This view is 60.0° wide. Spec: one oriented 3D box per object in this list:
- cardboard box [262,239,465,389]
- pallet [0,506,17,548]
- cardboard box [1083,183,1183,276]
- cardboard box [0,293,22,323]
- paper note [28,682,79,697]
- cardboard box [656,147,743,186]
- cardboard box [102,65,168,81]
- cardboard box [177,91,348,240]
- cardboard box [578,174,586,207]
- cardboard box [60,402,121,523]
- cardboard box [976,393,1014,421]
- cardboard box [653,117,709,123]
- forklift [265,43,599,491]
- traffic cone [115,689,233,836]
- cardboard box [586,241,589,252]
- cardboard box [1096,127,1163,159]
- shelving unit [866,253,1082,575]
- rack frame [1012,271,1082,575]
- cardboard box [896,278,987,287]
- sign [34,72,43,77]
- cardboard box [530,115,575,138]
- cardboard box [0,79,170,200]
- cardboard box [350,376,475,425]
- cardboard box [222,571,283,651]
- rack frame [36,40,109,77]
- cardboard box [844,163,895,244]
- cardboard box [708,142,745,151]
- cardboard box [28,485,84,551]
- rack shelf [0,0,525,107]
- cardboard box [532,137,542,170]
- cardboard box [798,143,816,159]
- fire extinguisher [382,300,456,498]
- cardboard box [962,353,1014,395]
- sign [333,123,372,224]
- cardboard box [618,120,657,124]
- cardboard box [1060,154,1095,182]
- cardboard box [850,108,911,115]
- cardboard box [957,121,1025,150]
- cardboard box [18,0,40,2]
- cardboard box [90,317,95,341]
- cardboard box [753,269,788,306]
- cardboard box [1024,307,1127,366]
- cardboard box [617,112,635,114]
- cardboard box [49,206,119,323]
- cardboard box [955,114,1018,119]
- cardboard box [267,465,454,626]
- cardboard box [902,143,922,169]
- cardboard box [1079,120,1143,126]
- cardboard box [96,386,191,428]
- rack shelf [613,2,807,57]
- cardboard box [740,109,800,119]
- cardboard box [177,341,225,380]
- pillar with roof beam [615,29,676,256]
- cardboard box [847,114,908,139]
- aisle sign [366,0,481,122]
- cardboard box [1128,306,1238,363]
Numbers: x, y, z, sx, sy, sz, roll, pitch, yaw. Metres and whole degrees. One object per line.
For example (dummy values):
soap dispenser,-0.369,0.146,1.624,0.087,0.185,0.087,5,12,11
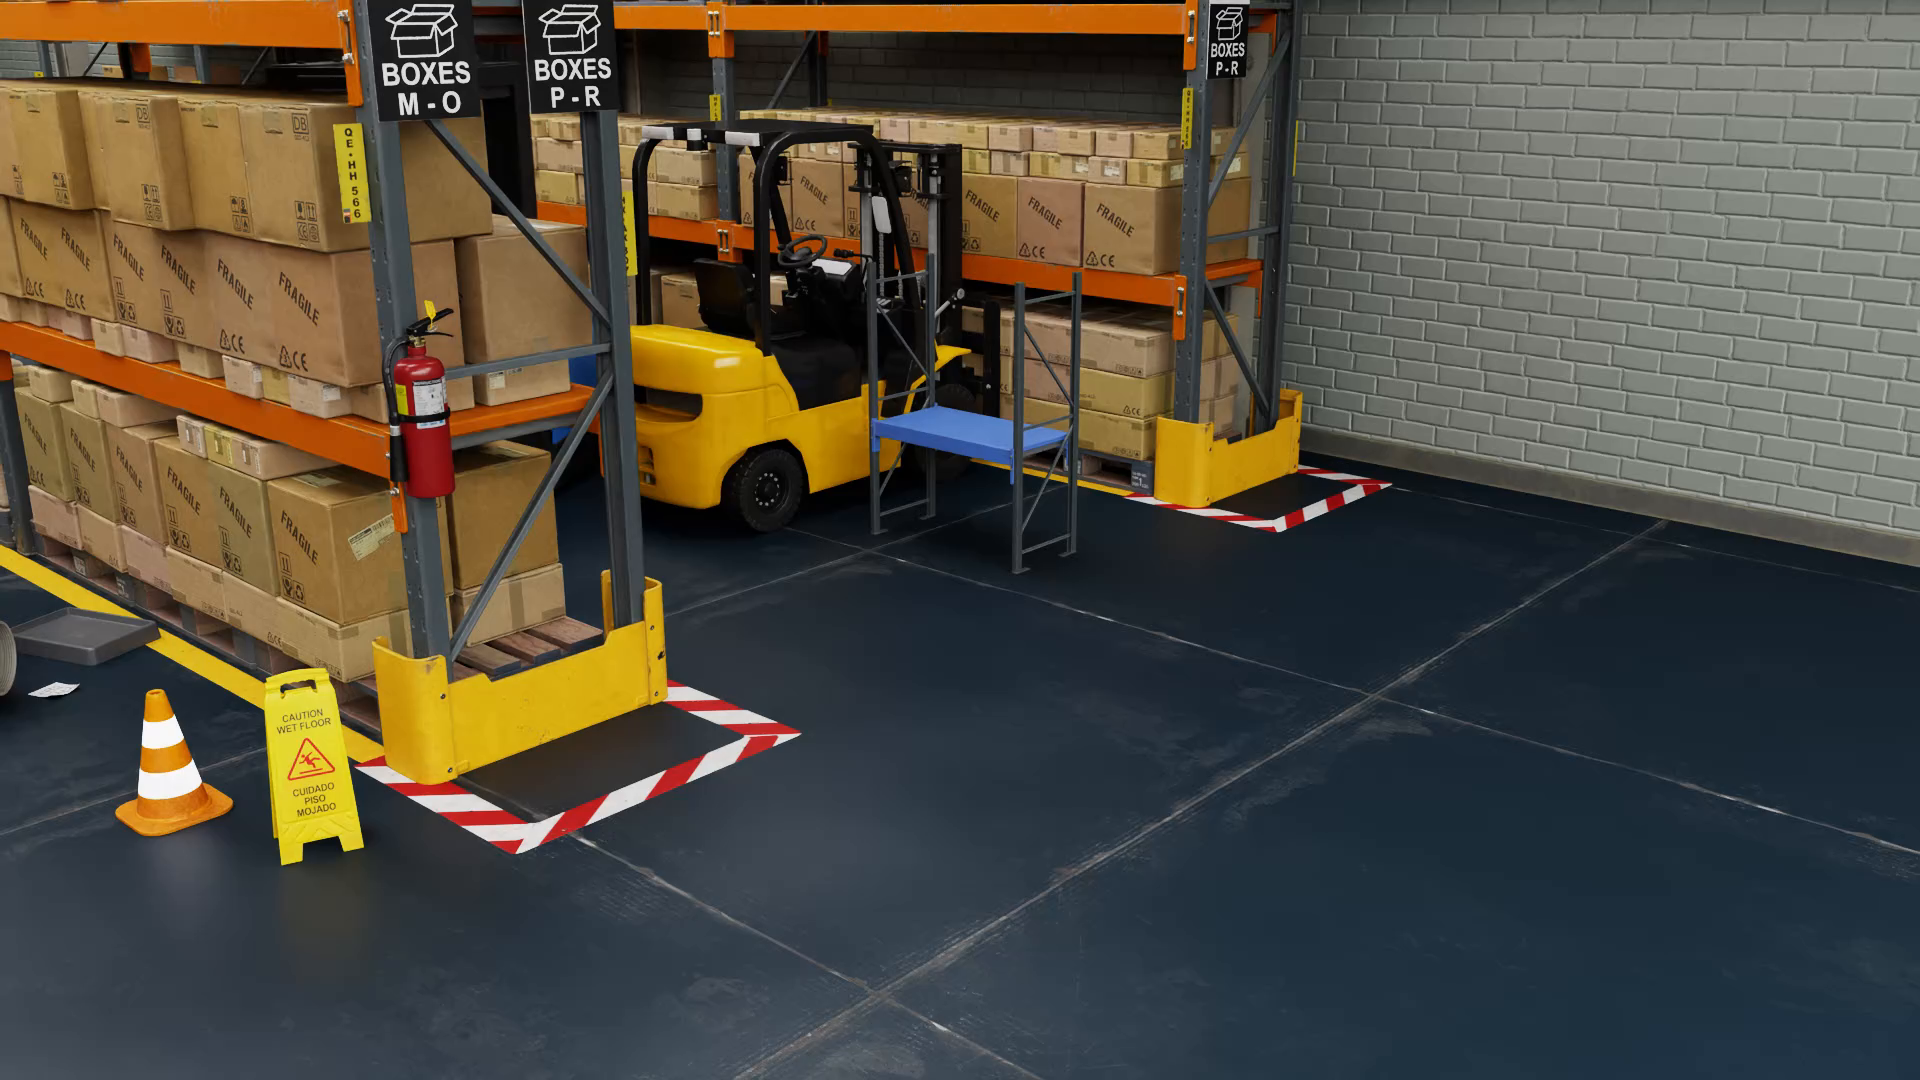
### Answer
cardboard box,-2.256,-0.892,6.307,0.500,0.500,0.500,15,23,38
pallet,-5.242,-0.286,9.664,1.213,0.211,1.003,15,23,39
cardboard box,1.083,-1.867,9.870,0.500,0.500,0.500,14,23,38
cardboard box,-4.636,-1.204,8.360,0.250,0.149,0.380,15,23,39
paper note,-3.849,0.632,7.069,0.148,0.019,0.142,7,19,21
cardboard box,-1.904,-2.790,12.367,0.500,0.250,0.500,14,23,38
cardboard box,-9.059,-4.967,18.320,0.500,0.500,0.500,16,23,41
cardboard box,-2.567,-1.478,6.501,0.500,0.500,0.700,15,23,40
cardboard box,-2.648,-2.760,13.097,0.500,0.250,0.500,15,23,40
cardboard box,-3.988,-0.422,8.093,0.500,0.500,0.500,16,24,41
cardboard box,0.330,-0.897,10.829,0.500,0.250,0.500,15,23,40
cardboard box,-2.213,-3.277,13.242,0.250,0.149,0.380,15,23,39
forklift,-2.971,-1.554,9.162,1.130,2.935,3.031,2,18,7
traffic cone,-2.845,0.759,5.956,0.334,0.463,0.336,15,23,39
cardboard box,-3.407,-2.197,14.306,0.625,0.625,0.875,16,24,41
cardboard box,1.012,-2.345,9.813,0.250,0.149,0.380,15,23,39
shelving unit,0.064,-0.698,8.831,1.048,1.500,0.538,15,23,39
rack frame,0.444,-0.596,8.509,0.032,1.500,0.500,15,23,39
cardboard box,-0.112,-1.691,11.680,0.500,0.250,0.500,15,23,40
sign,-10.702,-5.282,19.366,0.005,0.325,0.100,15,23,39
cardboard box,-3.343,-3.355,13.488,0.250,0.149,0.380,16,23,40
cardboard box,-4.106,-1.880,7.767,0.500,0.500,0.700,15,23,40
cardboard box,-2.089,-0.563,6.342,0.250,0.149,0.380,16,24,41
cardboard box,-2.832,0.247,7.225,0.500,0.250,0.500,15,23,39
rack frame,-10.342,-4.992,19.883,0.127,3.000,1.000,15,23,39
cardboard box,-0.428,-2.280,11.172,0.500,0.500,0.500,15,23,39
cardboard box,-1.770,-2.958,12.236,0.250,0.149,0.380,16,24,41
cardboard box,-4.397,-0.169,8.537,0.500,0.250,0.500,14,22,37
rack shelf,-3.163,-2.144,7.140,4.000,0.370,1.077,15,23,39
cardboard box,-3.436,-3.198,13.653,0.500,0.250,0.500,14,23,38
cardboard box,-0.895,-2.719,11.481,0.250,0.149,0.380,15,23,39
fire extinguisher,-1.887,-0.492,5.830,0.183,0.674,0.296,15,23,39
cardboard box,0.285,-1.137,10.759,0.500,0.250,0.500,14,23,38
sign,-2.050,-1.237,5.614,0.005,0.325,0.100,15,23,39
cardboard box,-2.562,-3.156,12.861,0.250,0.149,0.380,14,23,38
cardboard box,0.815,-2.253,10.015,0.250,0.149,0.380,16,23,40
cardboard box,-0.560,-2.976,11.800,0.250,0.149,0.380,15,23,39
cardboard box,0.196,-2.536,10.415,0.250,0.149,0.380,16,23,40
cardboard box,-4.010,-2.502,7.492,0.250,0.149,0.380,16,24,41
cardboard box,-3.812,-1.014,7.764,0.250,0.149,0.380,15,23,39
cardboard box,-1.213,-1.781,11.963,0.500,0.250,0.500,15,23,38
cardboard box,0.688,-1.269,10.350,0.500,0.250,0.500,16,23,40
cardboard box,-2.942,-3.495,13.929,0.250,0.149,0.380,15,23,38
cardboard box,-3.757,-1.298,7.585,0.500,0.500,0.500,15,23,39
cardboard box,0.178,-2.763,11.131,0.250,0.149,0.380,16,24,41
cardboard box,-2.439,-0.005,6.780,0.500,0.500,0.500,15,23,40
cardboard box,-0.160,-2.501,10.796,0.250,0.149,0.380,14,23,38
cardboard box,0.960,-2.557,10.481,0.250,0.149,0.380,15,23,40
cardboard box,-3.754,-0.641,7.712,0.250,0.149,0.380,17,24,42
rack shelf,-2.863,-4.071,13.212,4.000,0.370,1.077,15,23,39
cardboard box,-1.325,-2.950,11.720,0.250,0.149,0.380,16,23,40
cardboard box,-3.092,-0.804,7.101,0.250,0.149,0.380,15,23,39
pillar with roof beam,-5.643,-5.214,10.663,0.400,9.000,9.100,15,23,39
cardboard box,-0.537,-2.748,11.083,0.250,0.149,0.380,15,23,38
aisle sign,-1.813,-1.817,5.581,0.004,0.787,0.394,15,23,39
cardboard box,1.391,-1.285,10.401,0.500,0.250,0.500,15,23,38
